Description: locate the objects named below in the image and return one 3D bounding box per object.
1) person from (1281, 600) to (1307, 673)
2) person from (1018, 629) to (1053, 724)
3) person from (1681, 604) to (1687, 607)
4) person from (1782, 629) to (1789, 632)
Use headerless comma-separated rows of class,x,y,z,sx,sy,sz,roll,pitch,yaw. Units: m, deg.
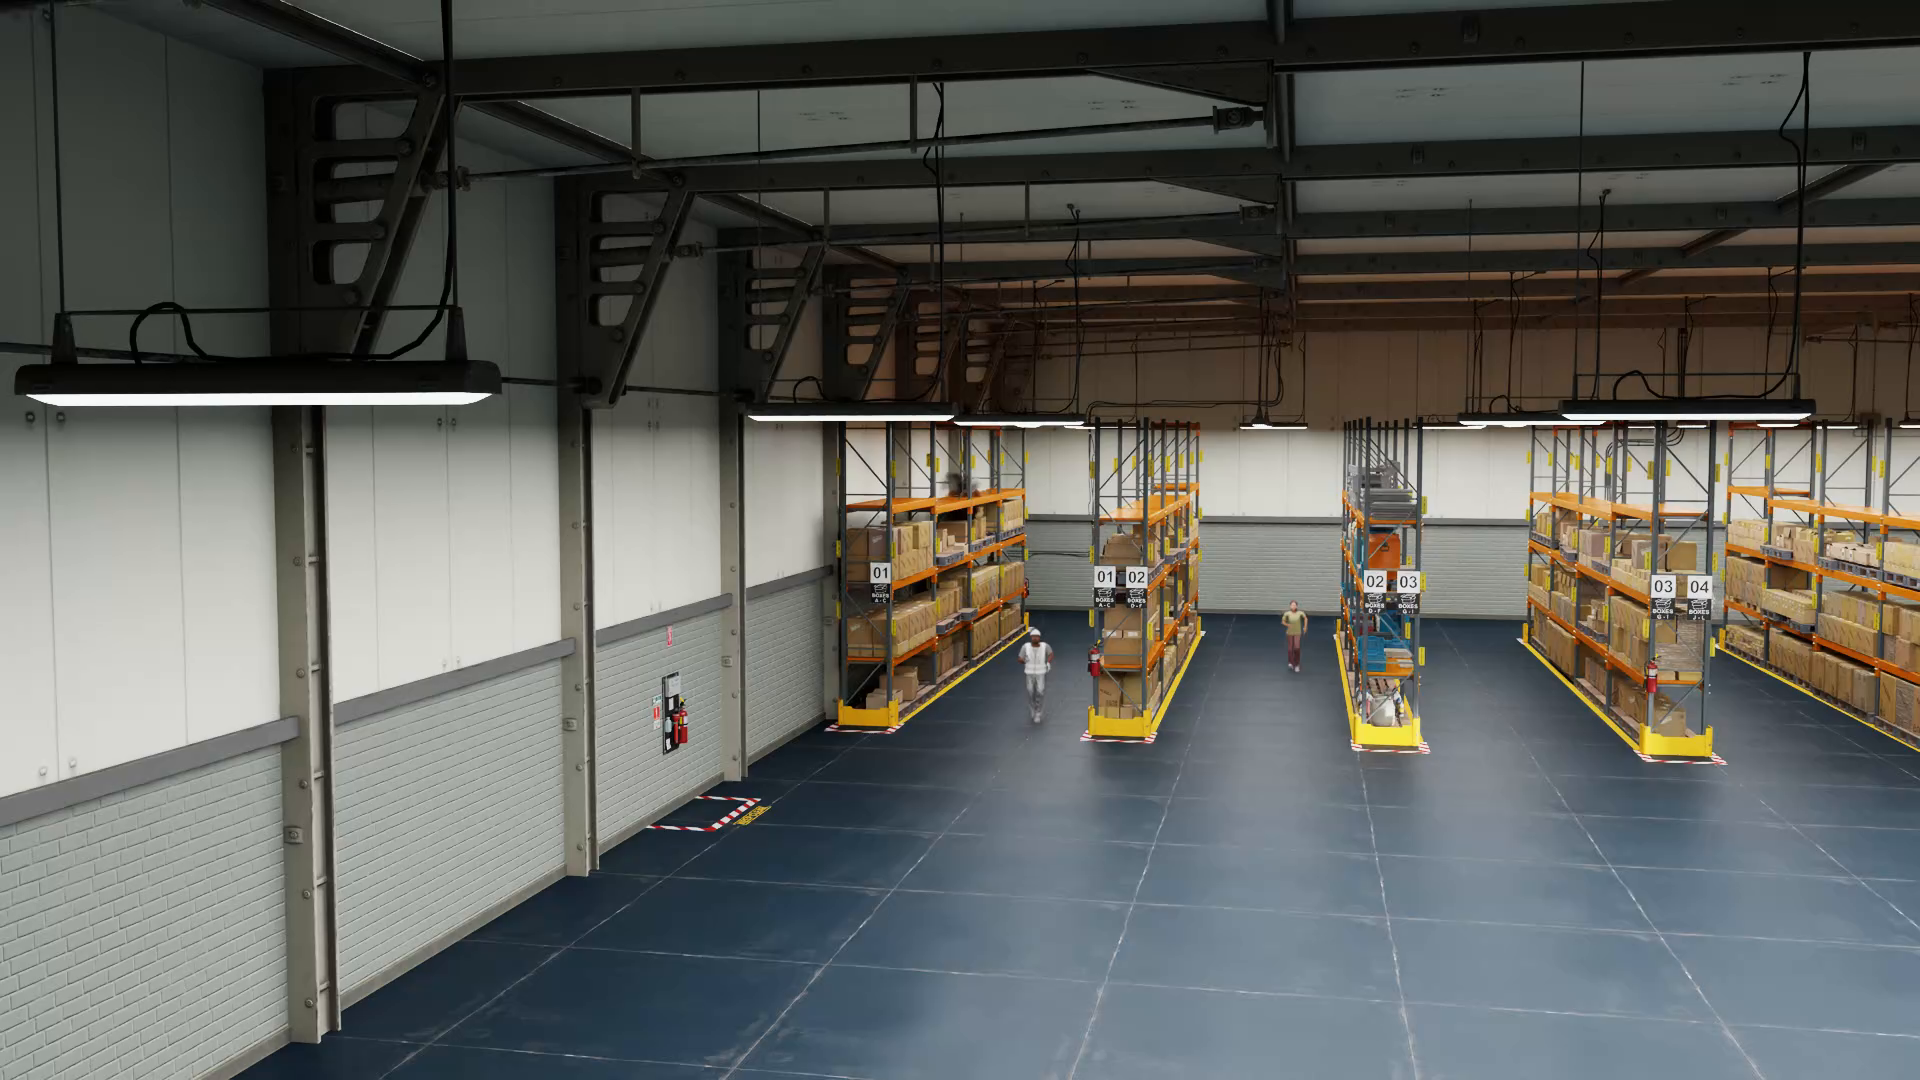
person,8.012,2.312,39.900,0.594,1.743,0.729,1,4,13
person,1.465,2.666,32.905,0.636,1.802,0.900,0,4,7
person,19.443,1.983,45.203,0.836,1.623,0.757,-1,4,-8
person,22.220,2.076,44.458,0.634,1.584,0.670,-1,4,-12
